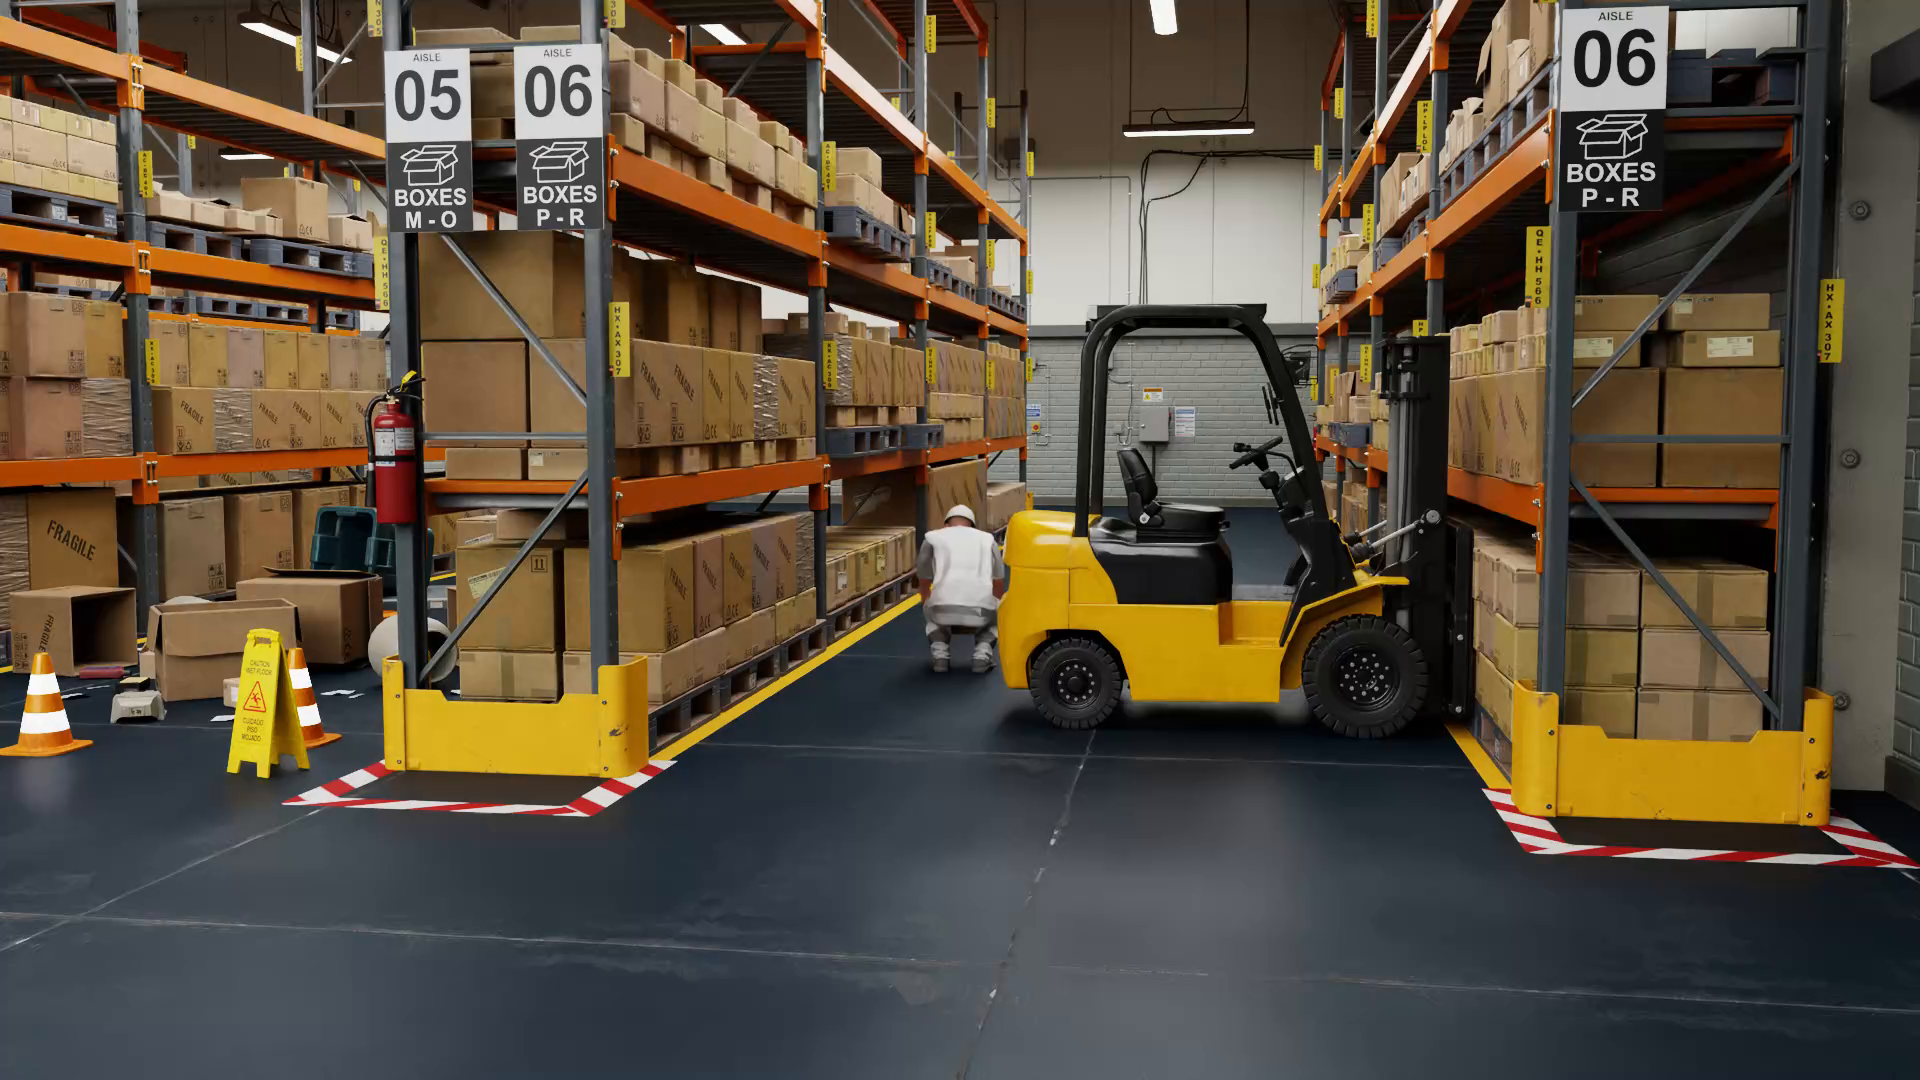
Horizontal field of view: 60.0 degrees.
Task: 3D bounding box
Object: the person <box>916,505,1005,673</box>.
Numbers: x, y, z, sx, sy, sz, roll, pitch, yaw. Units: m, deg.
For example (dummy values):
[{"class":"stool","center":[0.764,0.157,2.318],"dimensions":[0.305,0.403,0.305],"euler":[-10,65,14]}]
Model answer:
[{"class":"person","center":[0.000,0.302,10.535],"dimensions":[0.576,1.026,0.804],"euler":[0,4,6]}]
